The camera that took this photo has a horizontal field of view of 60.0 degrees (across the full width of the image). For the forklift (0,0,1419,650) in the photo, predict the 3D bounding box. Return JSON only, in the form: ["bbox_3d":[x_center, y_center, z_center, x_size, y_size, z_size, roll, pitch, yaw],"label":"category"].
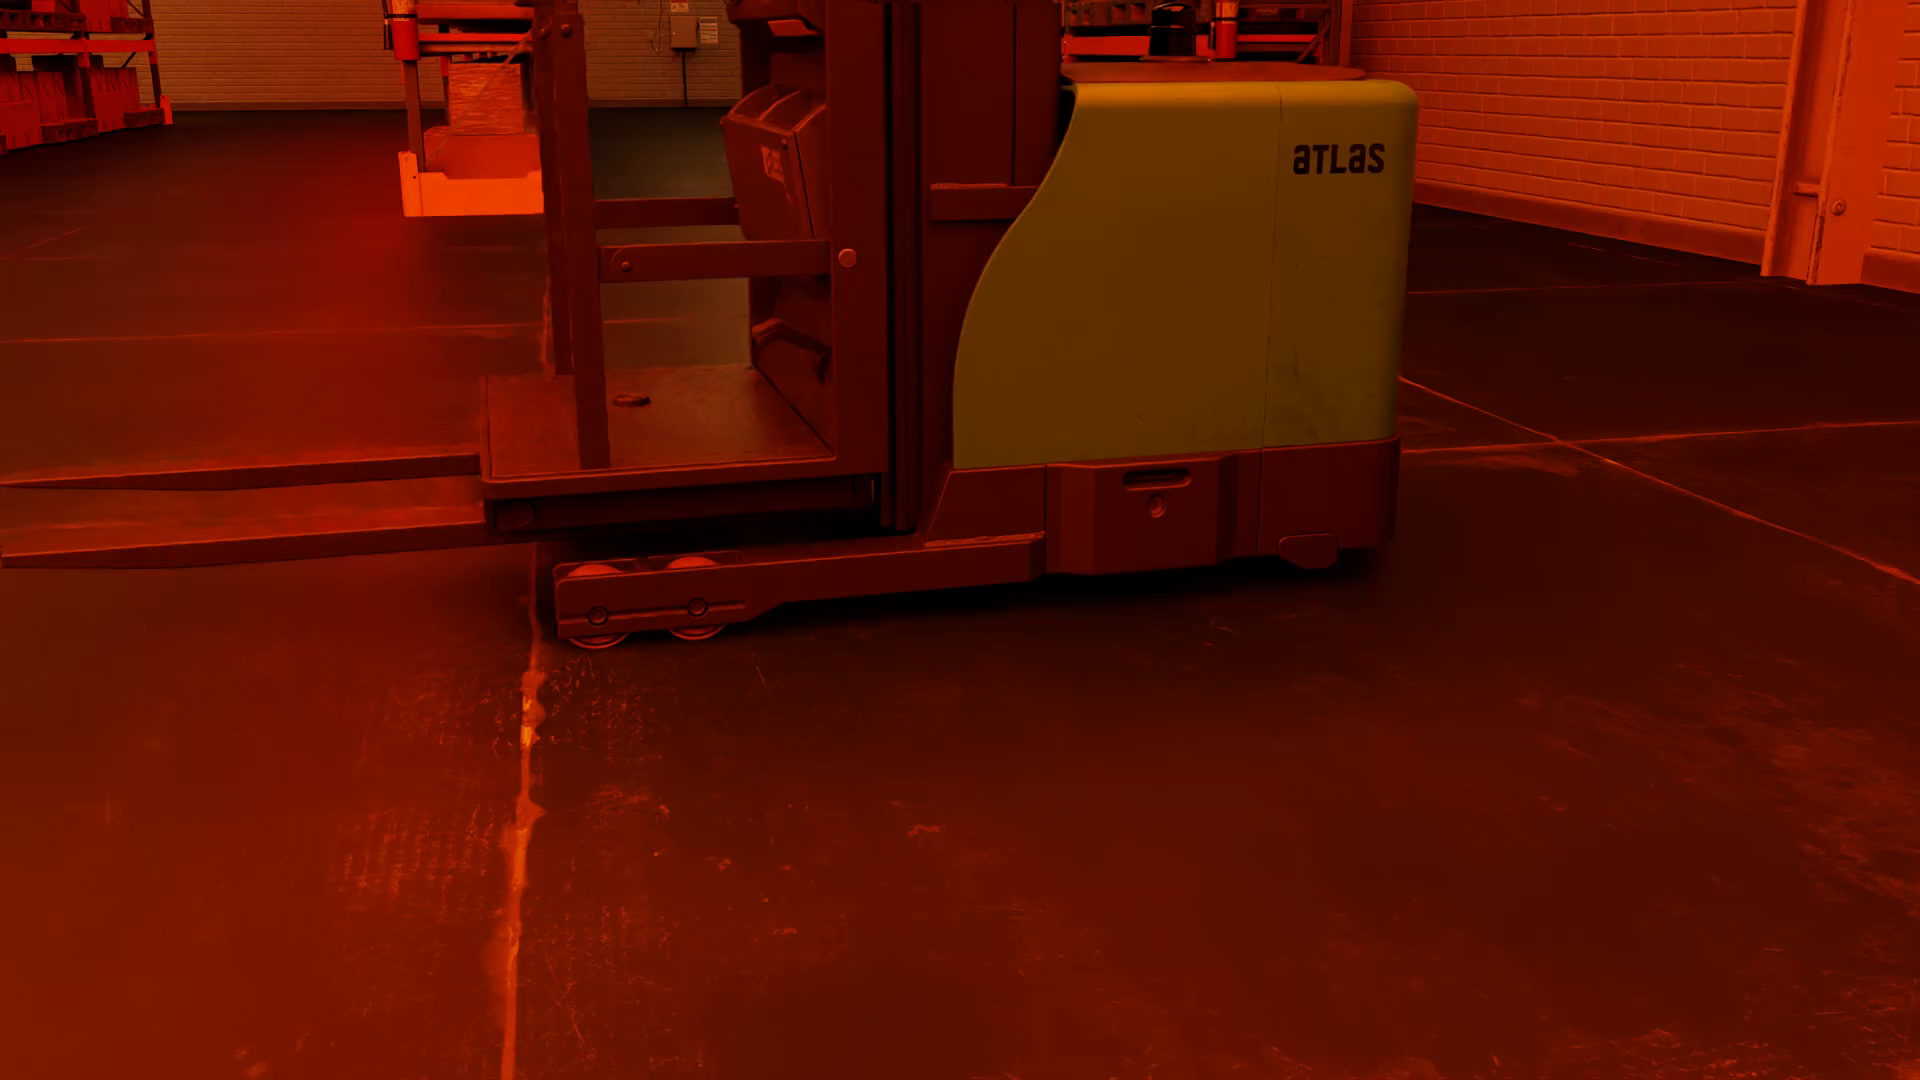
[{"bbox_3d":[-0.587,-1.356,3.431,3.031,2.935,1.130,-5,17,-15],"label":"forklift"}]
